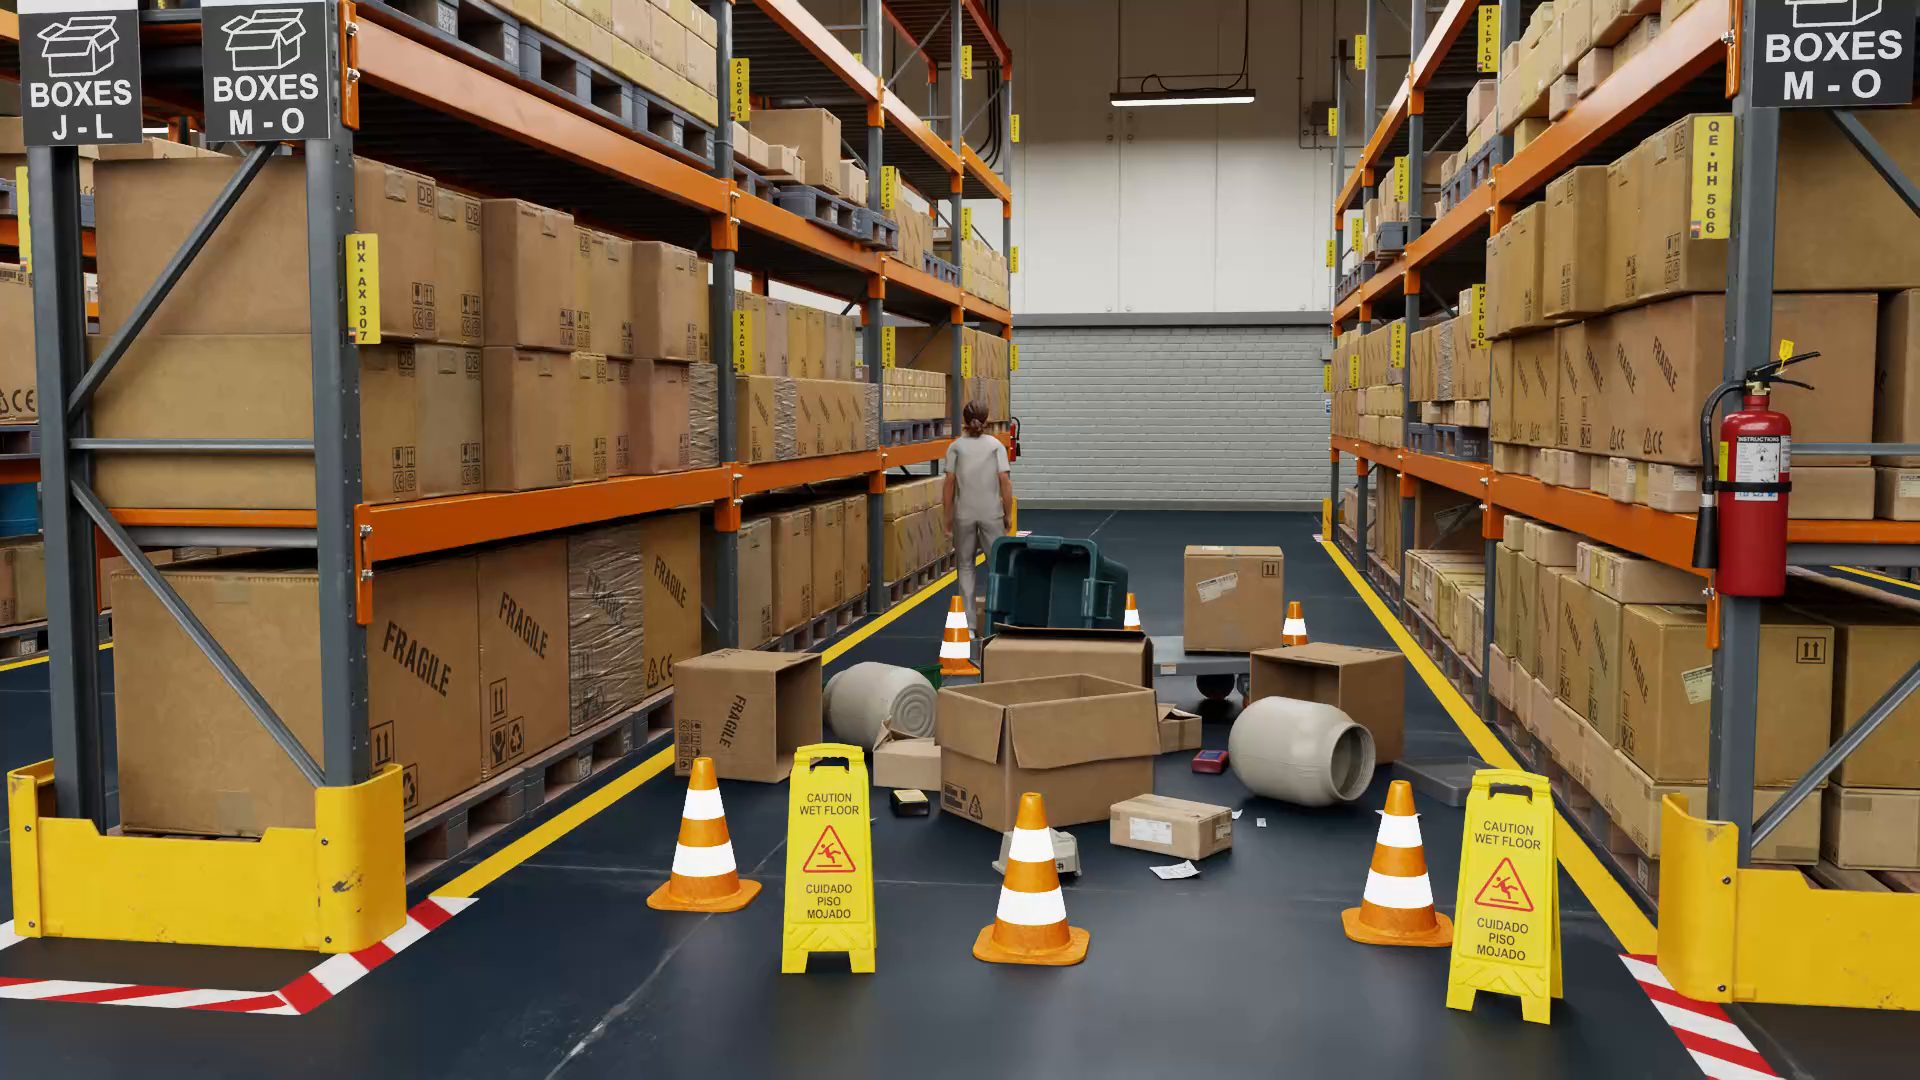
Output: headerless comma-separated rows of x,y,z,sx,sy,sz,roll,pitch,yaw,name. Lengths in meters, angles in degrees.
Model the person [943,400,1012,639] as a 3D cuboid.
0.133,-0.140,11.623,0.499,1.671,0.416,0,5,5,person
